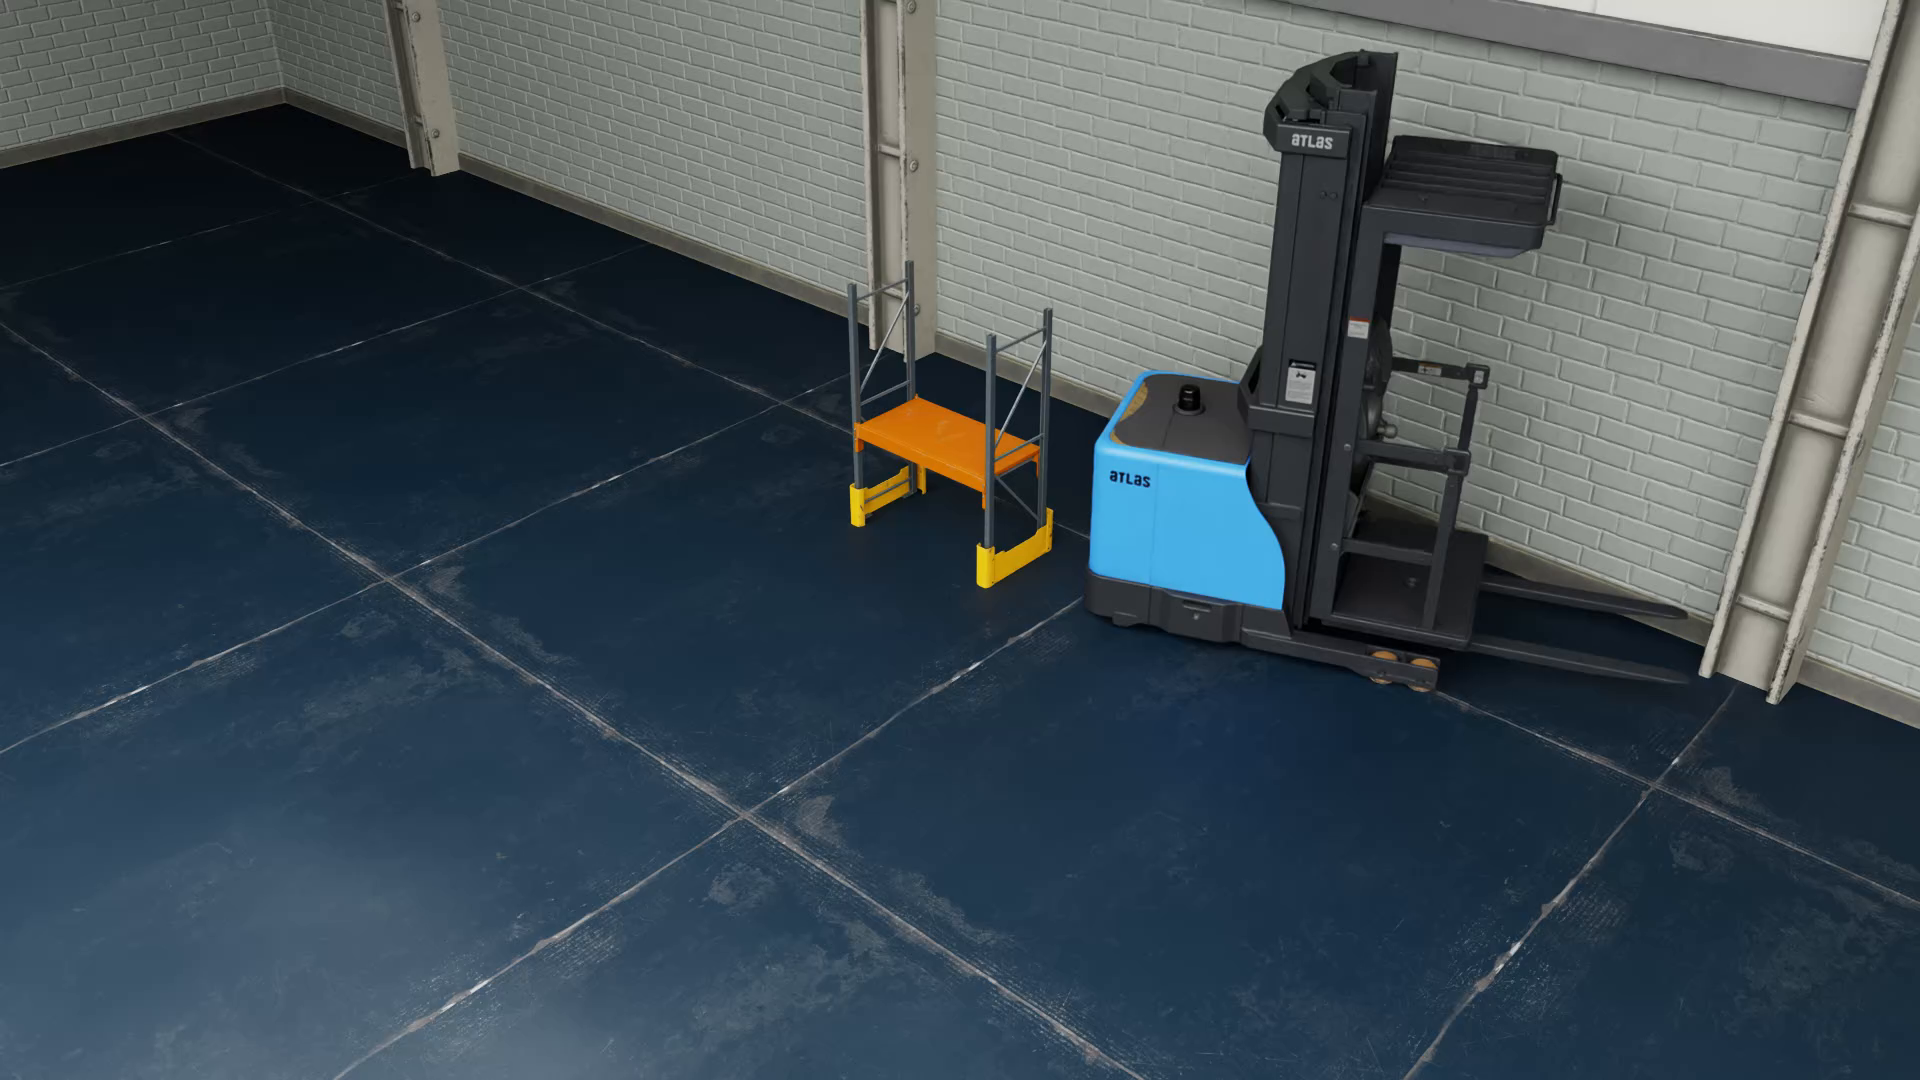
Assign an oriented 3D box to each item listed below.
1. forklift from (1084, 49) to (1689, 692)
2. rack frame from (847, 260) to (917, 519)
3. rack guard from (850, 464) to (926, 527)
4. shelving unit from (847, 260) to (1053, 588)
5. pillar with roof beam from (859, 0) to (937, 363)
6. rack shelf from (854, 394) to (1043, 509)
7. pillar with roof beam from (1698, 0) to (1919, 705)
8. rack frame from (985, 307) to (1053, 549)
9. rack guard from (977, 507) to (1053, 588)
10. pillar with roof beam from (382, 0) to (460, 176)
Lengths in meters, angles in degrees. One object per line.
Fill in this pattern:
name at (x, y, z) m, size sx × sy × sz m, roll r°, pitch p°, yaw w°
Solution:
forklift at (2.245, -0.797, 8.177) m, size 3.031 × 2.935 × 1.130 m, roll 11°, pitch 33°, yaw 17°
rack frame at (-0.440, -0.848, 9.649) m, size 0.032 × 1.500 × 0.500 m, roll 25°, pitch 39°, yaw 35°
rack guard at (-0.426, -0.306, 9.960) m, size 0.087 × 0.250 × 0.587 m, roll 25°, pitch 39°, yaw 35°
shelving unit at (-0.057, -0.669, 9.351) m, size 1.083 × 1.500 × 0.587 m, roll 25°, pitch 39°, yaw 35°
pillar with roof beam at (-3.295, -3.586, 6.926) m, size 0.400 × 9.000 × 9.100 m, roll 25°, pitch 39°, yaw 35°
rack shelf at (-0.063, -0.518, 9.449) m, size 1.000 × 0.185 × 0.538 m, roll 25°, pitch 39°, yaw 35°
pillar with roof beam at (1.153, -1.509, 3.477) m, size 0.400 × 9.000 × 9.100 m, roll 25°, pitch 39°, yaw 35°
rack frame at (0.314, -0.496, 9.064) m, size 0.032 × 1.500 × 0.500 m, roll 25°, pitch 39°, yaw 35°
rack guard at (0.313, 0.039, 9.388) m, size 0.087 × 0.250 × 0.587 m, roll 25°, pitch 39°, yaw 35°
pillar with roof beam at (-7.744, -5.662, 10.375) m, size 0.400 × 9.000 × 9.100 m, roll 25°, pitch 39°, yaw 35°
